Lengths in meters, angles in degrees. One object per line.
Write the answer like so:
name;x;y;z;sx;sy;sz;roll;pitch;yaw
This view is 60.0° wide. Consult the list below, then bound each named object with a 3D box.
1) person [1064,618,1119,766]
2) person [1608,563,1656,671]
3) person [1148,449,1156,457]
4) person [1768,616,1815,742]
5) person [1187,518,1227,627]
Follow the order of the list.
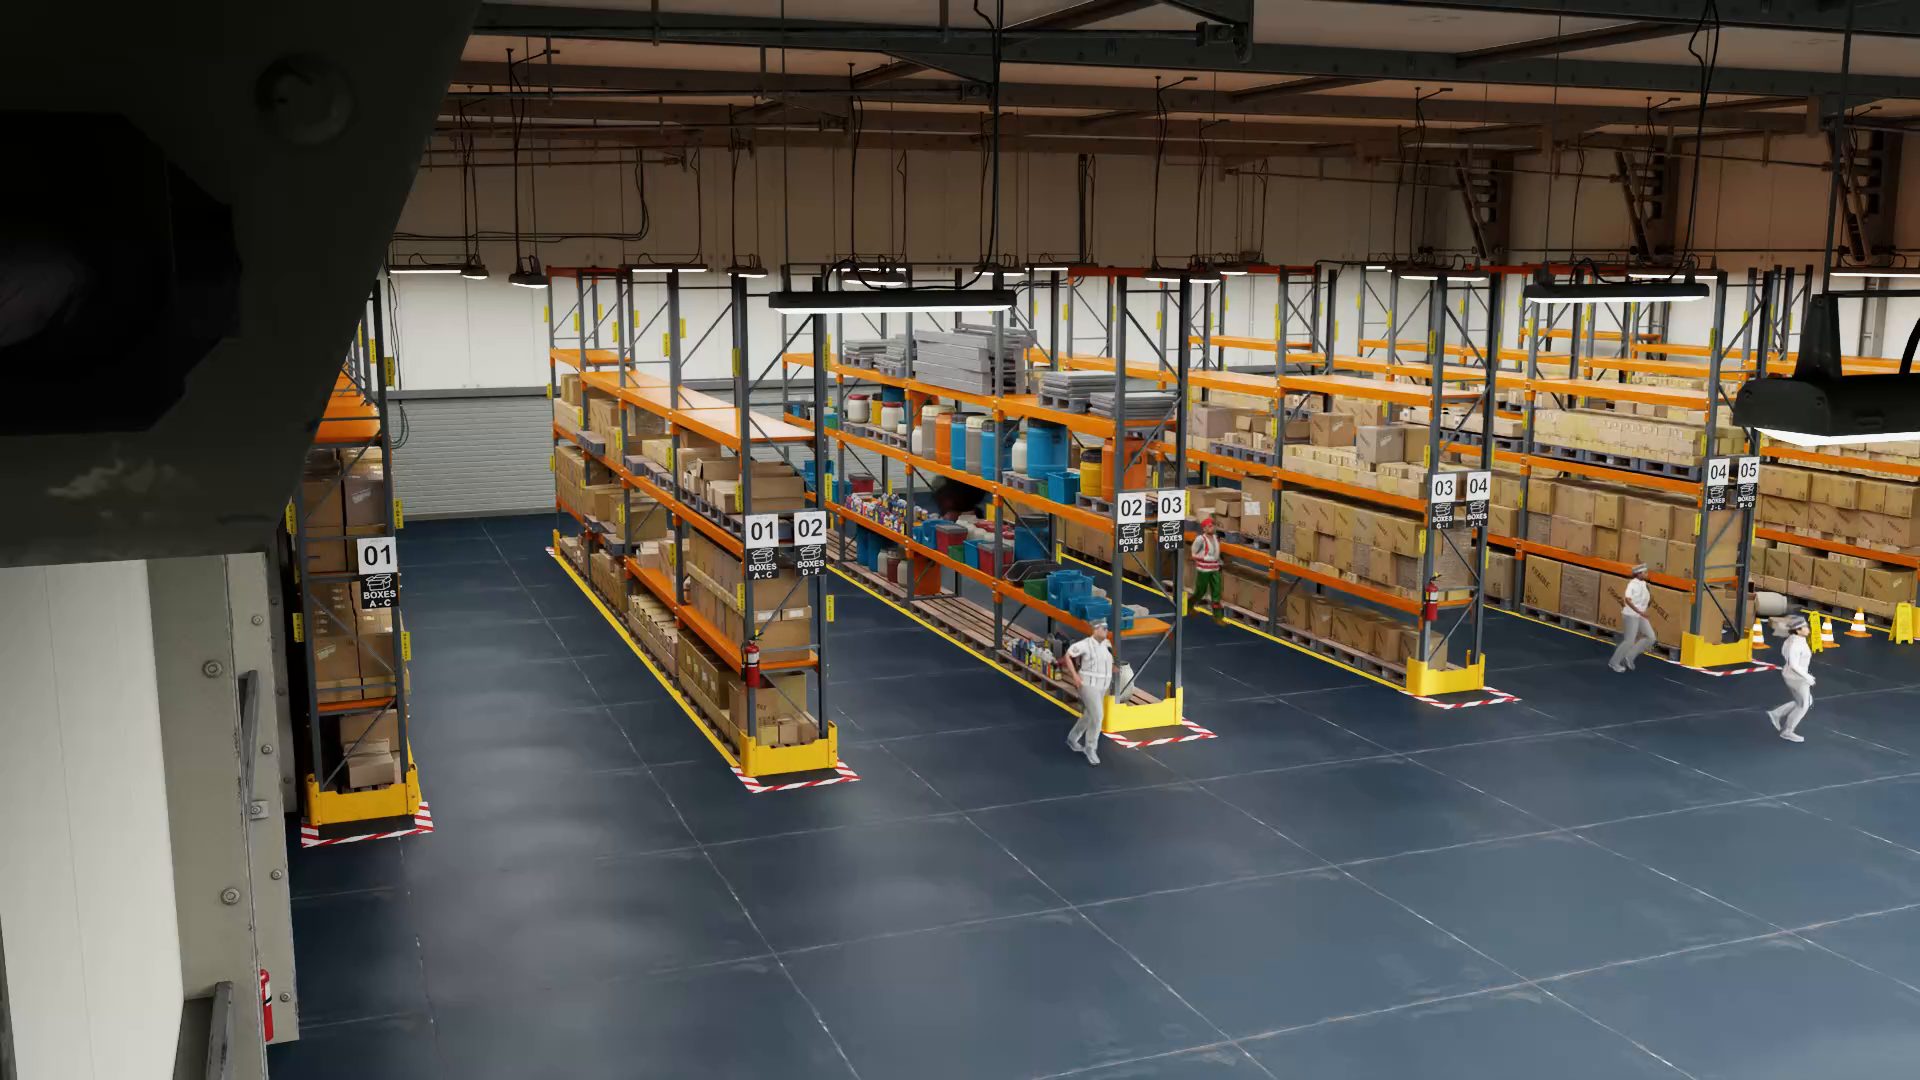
person;1.698;1.862;20.989;0.748;1.769;0.753;-9;14;-43
person;10.284;1.157;25.250;0.638;1.638;0.594;-10;14;-44
person;4.393;-1.305;39.282;0.760;1.676;0.623;-2;10;-13
person;10.842;1.792;21.645;0.508;1.667;0.619;4;11;20
person;4.152;0.513;27.842;0.661;1.767;1.016;-5;11;-29
